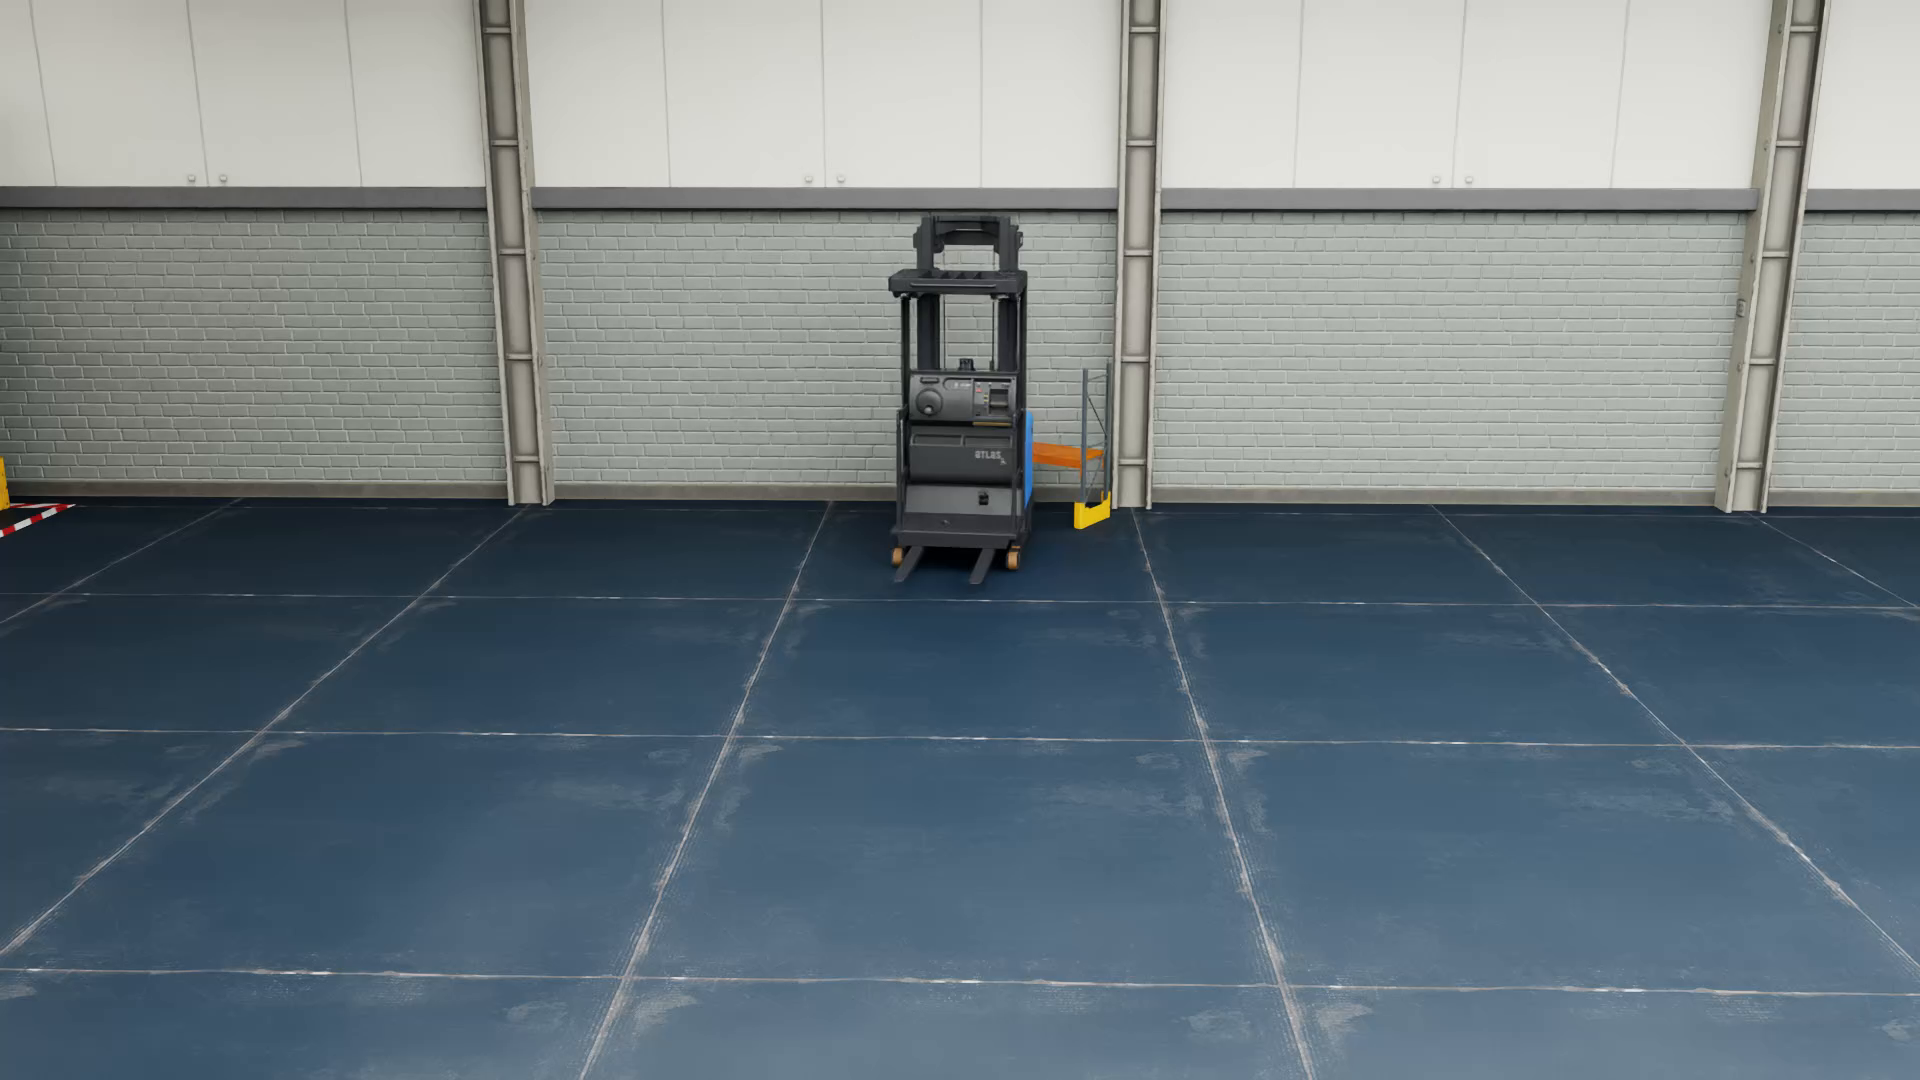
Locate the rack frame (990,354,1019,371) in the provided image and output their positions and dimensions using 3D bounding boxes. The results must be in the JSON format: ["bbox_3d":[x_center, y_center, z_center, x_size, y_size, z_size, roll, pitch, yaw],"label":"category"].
[{"bbox_3d":[0.432,-1.036,16.238,0.032,1.500,0.500,10,18,32],"label":"rack frame"}]

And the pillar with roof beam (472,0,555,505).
[{"bbox_3d":[-4.411,-3.639,11.405,0.400,9.000,9.100,0,15,1],"label":"pillar with roof beam"}]

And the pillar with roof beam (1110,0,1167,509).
[{"bbox_3d":[1.587,-3.600,11.256,0.400,9.000,9.100,0,15,1],"label":"pillar with roof beam"}]

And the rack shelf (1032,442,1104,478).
[{"bbox_3d":[0.856,-0.791,16.012,1.000,0.185,0.538,10,18,32],"label":"rack shelf"}]

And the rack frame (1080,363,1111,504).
[{"bbox_3d":[1.280,-0.893,15.696,0.032,1.500,0.500,10,18,32],"label":"rack frame"}]

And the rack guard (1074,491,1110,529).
[{"bbox_3d":[1.264,-0.292,15.865,0.087,0.250,0.587,10,18,32],"label":"rack guard"}]

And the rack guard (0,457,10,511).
[{"bbox_3d":[-9.602,-0.432,15.909,0.348,0.500,1.175,0,15,1],"label":"rack guard"}]

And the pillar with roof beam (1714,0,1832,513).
[{"bbox_3d":[7.585,-3.561,11.108,0.400,9.000,9.100,0,15,1],"label":"pillar with roof beam"}]

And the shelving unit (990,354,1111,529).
[{"bbox_3d":[0.848,-0.966,15.971,1.083,1.500,0.587,10,18,32],"label":"shelving unit"}]

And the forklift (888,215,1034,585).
[{"bbox_3d":[0.001,-1.249,14.239,1.130,2.935,3.031,2,15,7],"label":"forklift"}]
